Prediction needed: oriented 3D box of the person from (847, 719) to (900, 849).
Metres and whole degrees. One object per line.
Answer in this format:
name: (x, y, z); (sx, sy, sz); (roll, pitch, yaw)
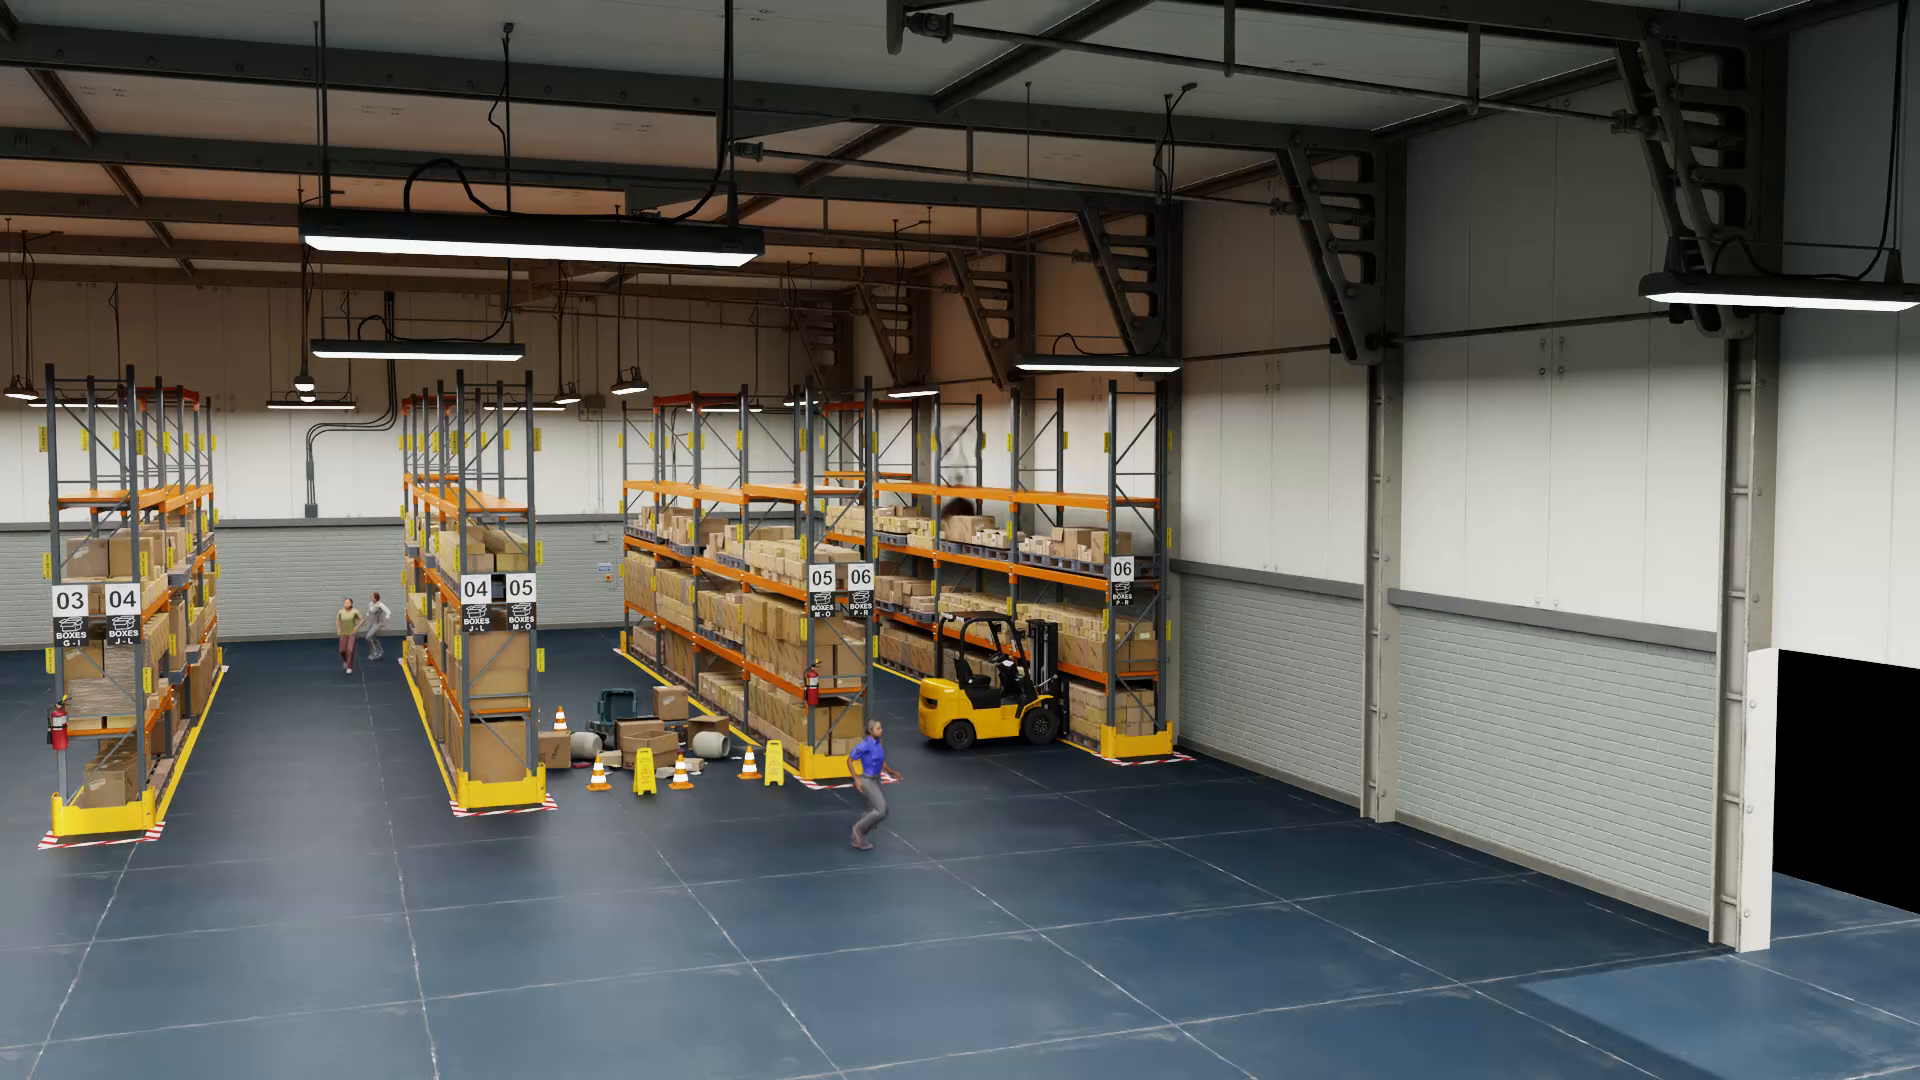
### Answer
person: (-1.053, 2.999, 20.373); (0.652, 1.609, 0.555); (1, 4, 22)

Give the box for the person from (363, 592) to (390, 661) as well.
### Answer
person: (-13.399, 2.026, 38.178); (0.604, 1.520, 0.593); (2, 4, 36)

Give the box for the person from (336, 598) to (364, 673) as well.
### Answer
person: (-13.318, 2.069, 36.283); (0.595, 1.639, 0.541); (-1, 3, -11)
